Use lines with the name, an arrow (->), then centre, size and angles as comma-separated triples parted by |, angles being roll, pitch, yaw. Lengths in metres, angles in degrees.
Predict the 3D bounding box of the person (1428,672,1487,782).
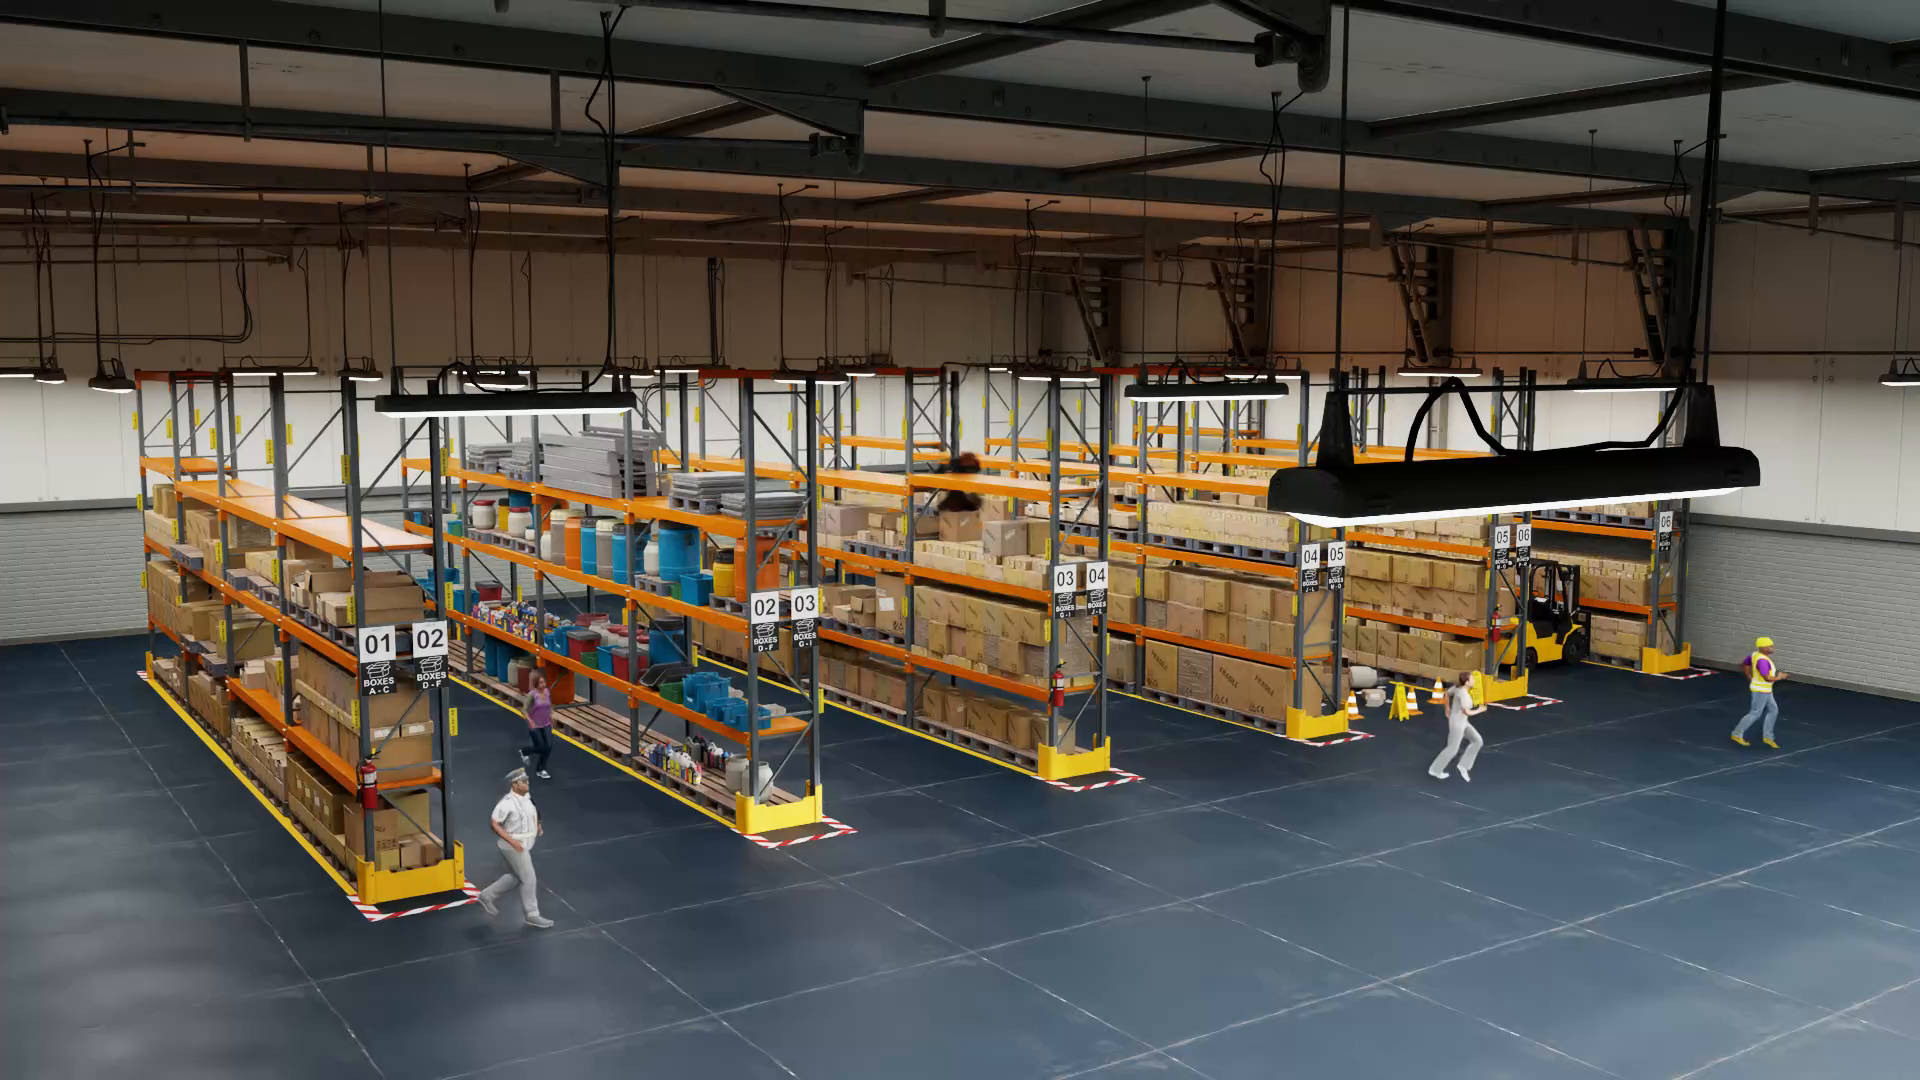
person -> 7.334, 2.741, 24.490 | 0.798, 1.654, 0.590 | 1, 7, 13

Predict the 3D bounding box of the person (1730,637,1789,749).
person -> 12.777, 2.456, 26.561 | 0.787, 1.834, 0.713 | 3, 7, 23

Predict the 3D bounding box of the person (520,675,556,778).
person -> -6.329, 2.767, 24.869 | 0.598, 1.554, 0.522 | 6, 9, 44

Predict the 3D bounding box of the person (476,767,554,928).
person -> -4.929, 3.369, 18.351 | 0.894, 1.787, 0.656 | 0, 6, 3
